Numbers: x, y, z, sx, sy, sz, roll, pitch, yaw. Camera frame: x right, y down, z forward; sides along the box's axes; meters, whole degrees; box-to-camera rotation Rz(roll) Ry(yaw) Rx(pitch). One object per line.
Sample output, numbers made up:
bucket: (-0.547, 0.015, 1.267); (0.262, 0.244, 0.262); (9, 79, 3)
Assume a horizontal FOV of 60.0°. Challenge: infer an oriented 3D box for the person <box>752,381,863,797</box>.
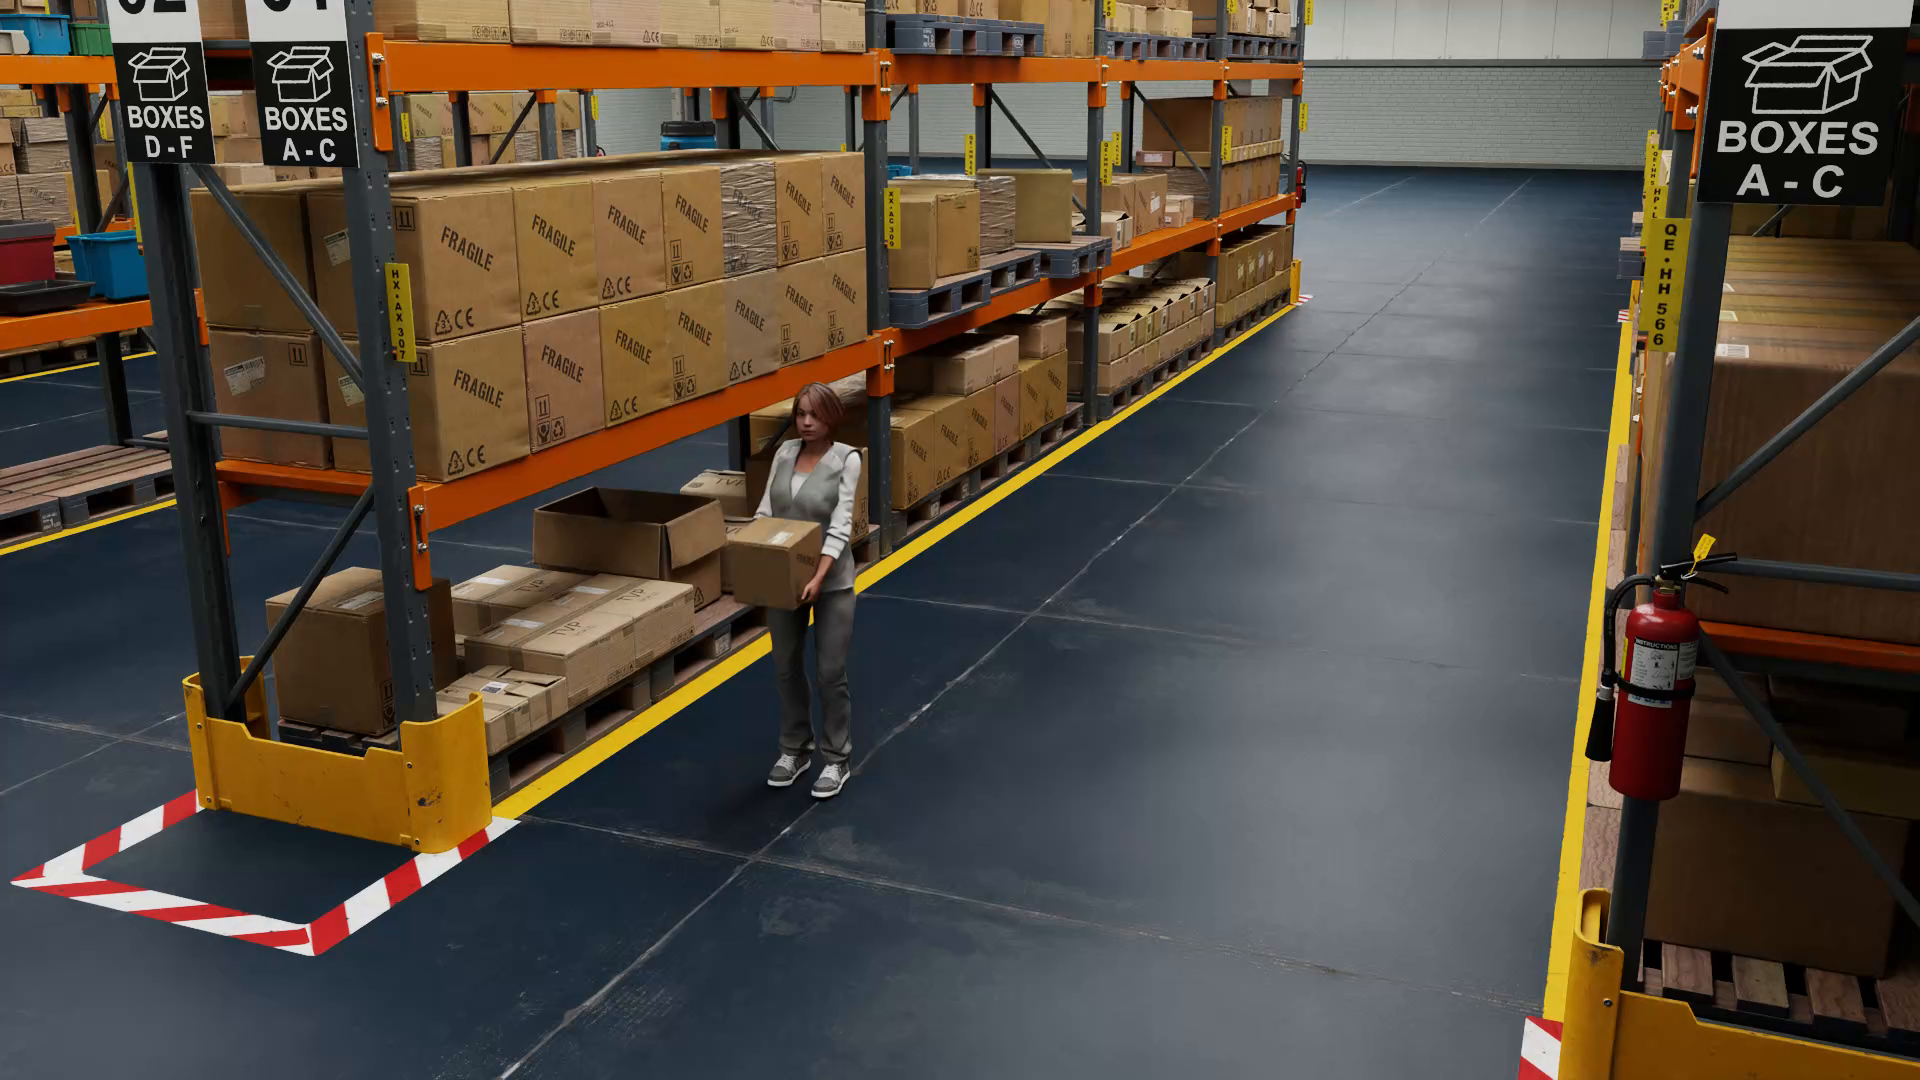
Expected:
person: (-0.602, 0.206, 6.323); (0.405, 1.594, 0.483); (6, 17, 22)
